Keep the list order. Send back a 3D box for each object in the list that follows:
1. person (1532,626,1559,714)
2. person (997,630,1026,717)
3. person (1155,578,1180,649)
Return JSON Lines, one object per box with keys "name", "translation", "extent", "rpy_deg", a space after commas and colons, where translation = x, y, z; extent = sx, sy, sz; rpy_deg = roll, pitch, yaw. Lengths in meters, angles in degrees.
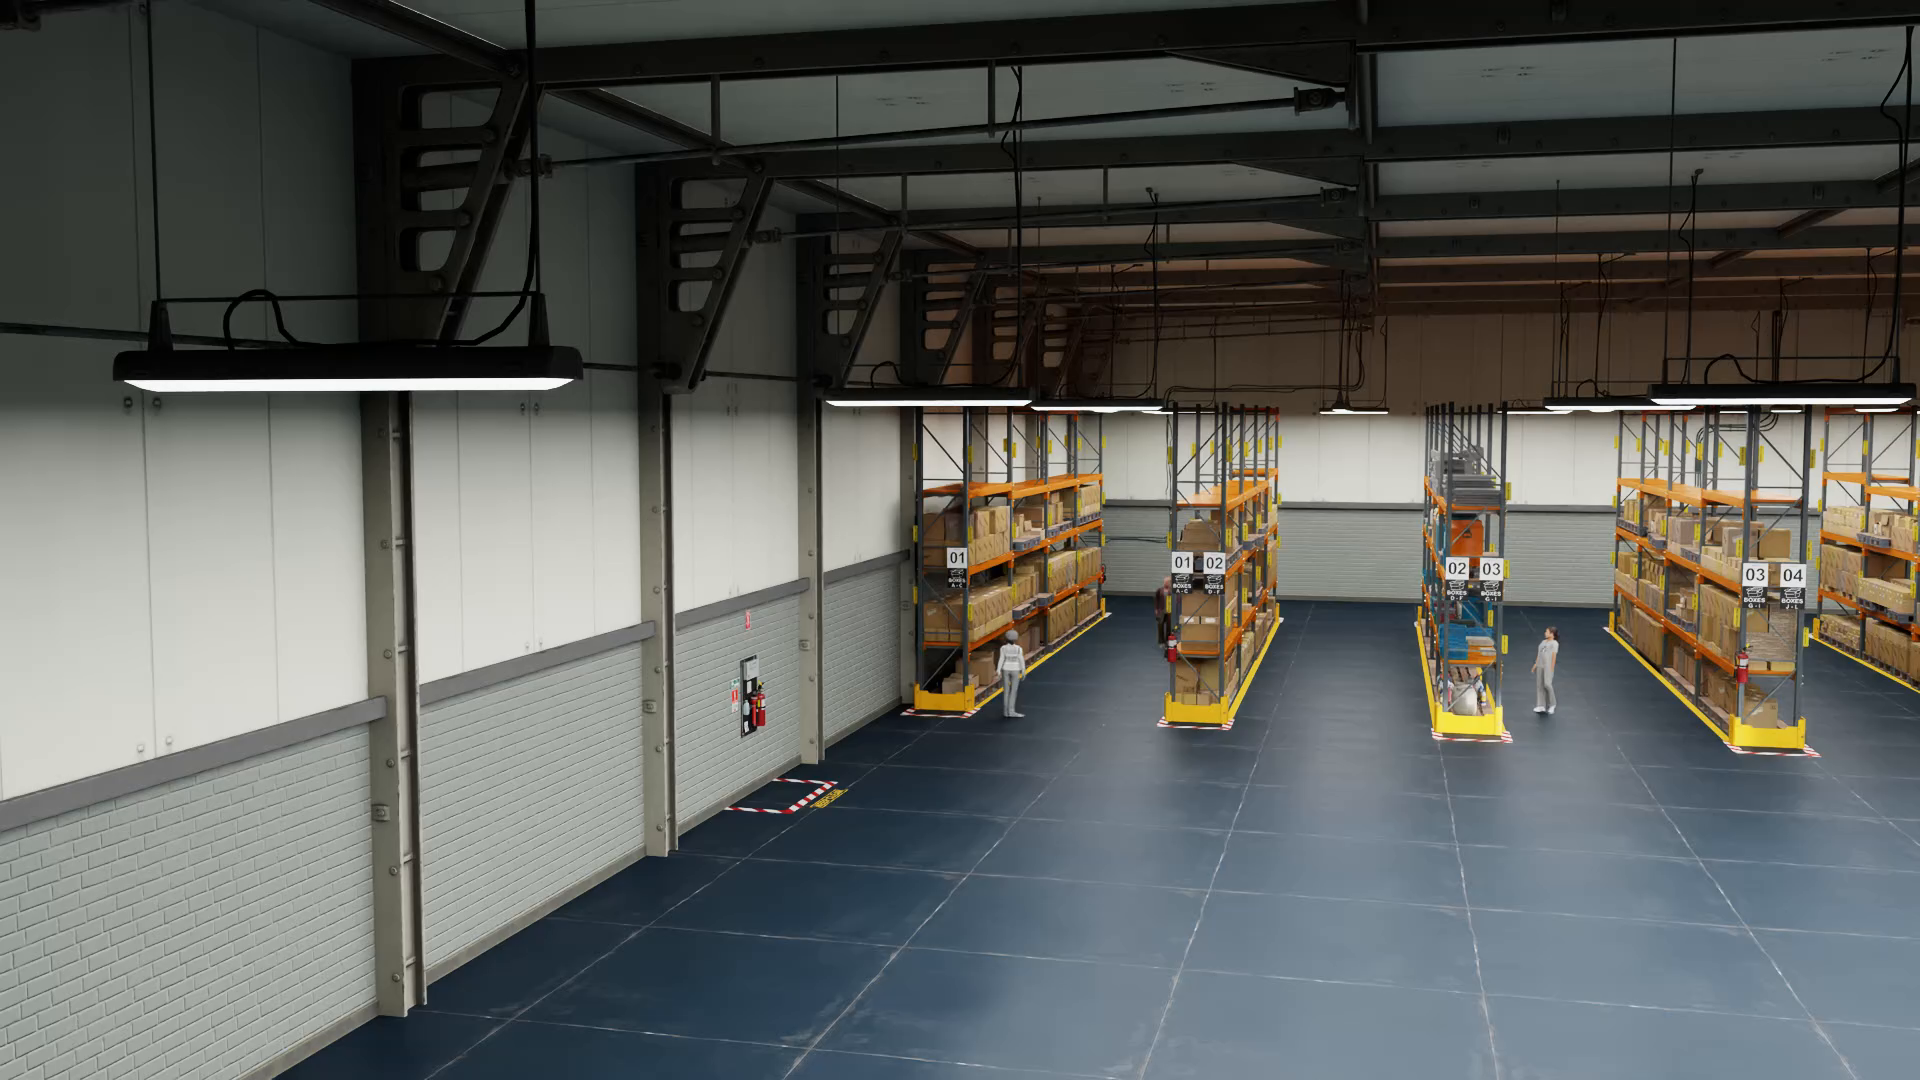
{"name": "person", "translation": [11.331, 2.521, 32.276], "extent": [0.496, 1.669, 0.502], "rpy_deg": [-3, 5, -33]}
{"name": "person", "translation": [0.968, 2.538, 31.720], "extent": [0.537, 1.686, 0.468], "rpy_deg": [2, 4, 20]}
{"name": "person", "translation": [5.151, 1.837, 41.418], "extent": [0.658, 1.814, 0.936], "rpy_deg": [1, 4, 15]}
